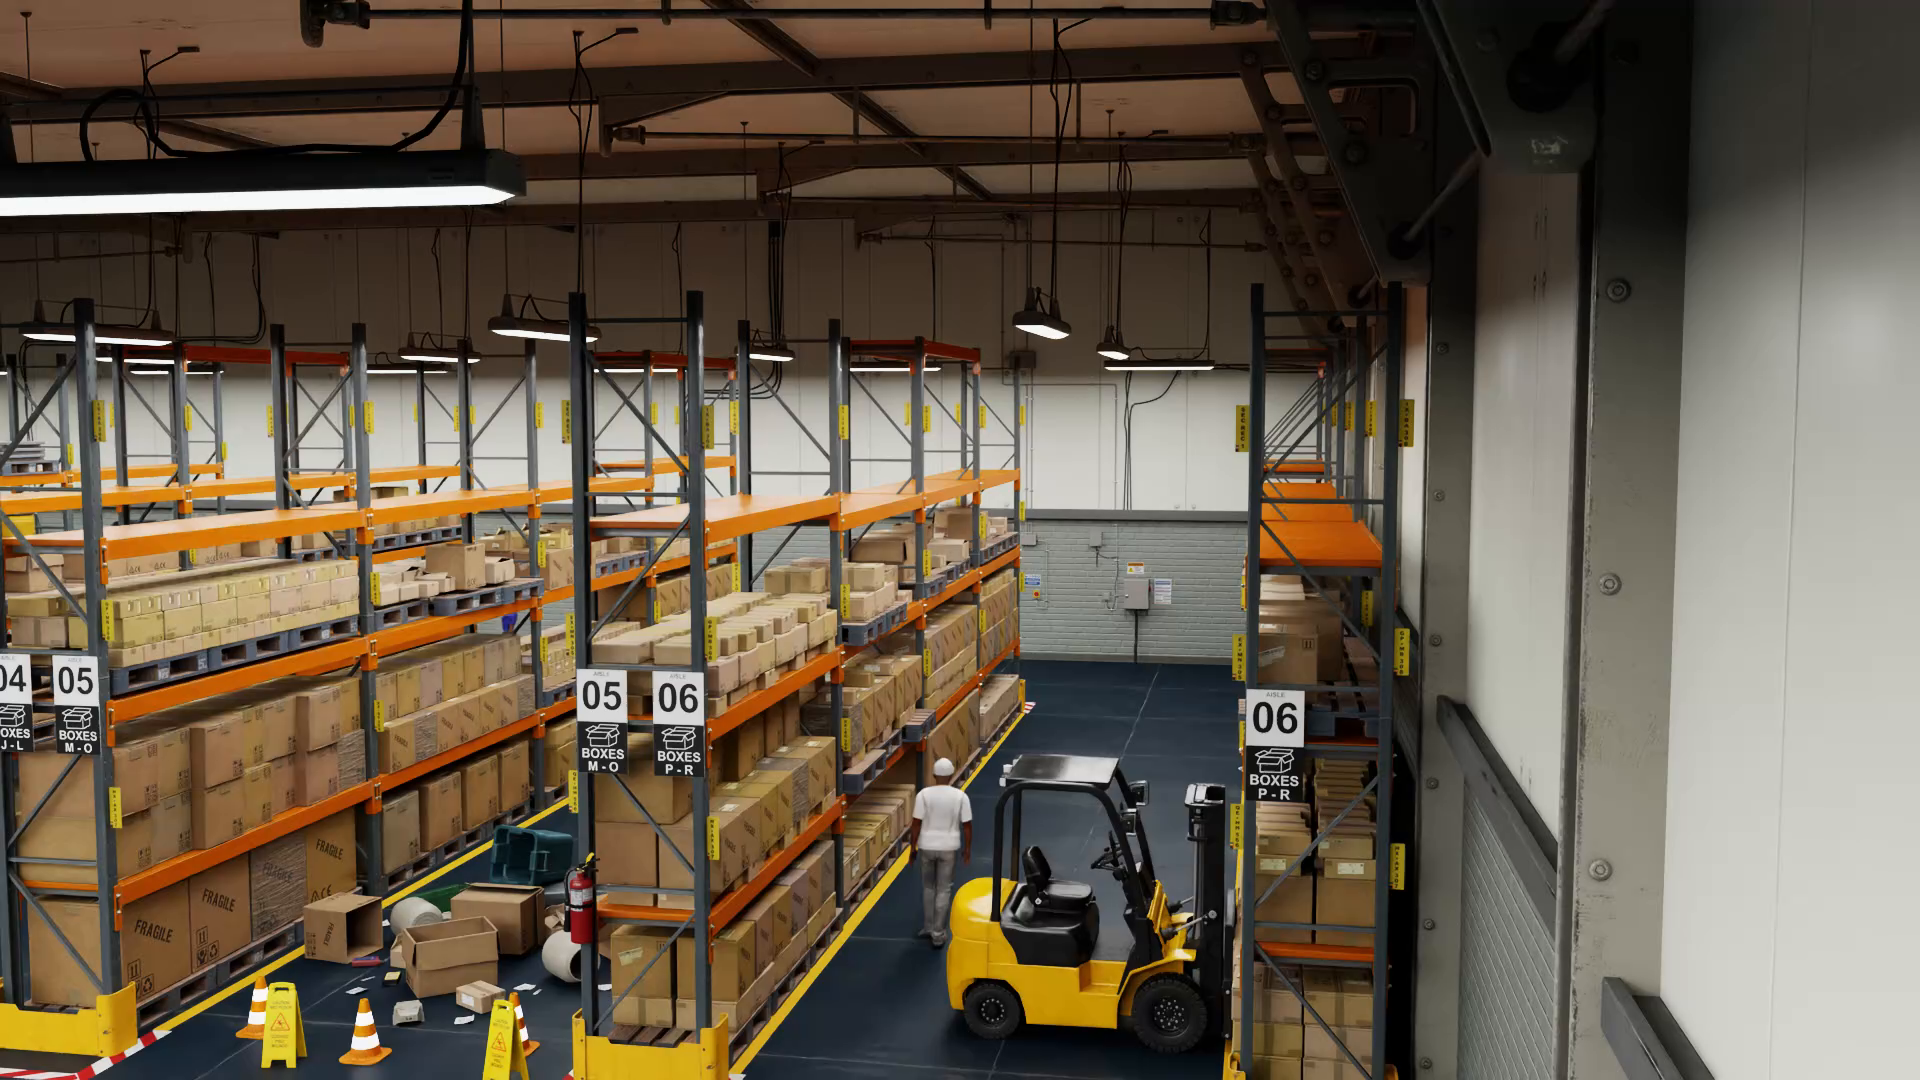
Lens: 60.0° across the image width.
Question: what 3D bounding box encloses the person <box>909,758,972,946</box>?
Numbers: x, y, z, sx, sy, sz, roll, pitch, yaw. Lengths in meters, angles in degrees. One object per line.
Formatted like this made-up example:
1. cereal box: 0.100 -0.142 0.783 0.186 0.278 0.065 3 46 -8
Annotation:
1. person: -0.185 3.019 16.057 0.597 1.809 0.602 1 5 7

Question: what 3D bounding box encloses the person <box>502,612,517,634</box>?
1. person: -8.386 1.839 31.055 0.775 1.636 0.461 -1 5 -7
